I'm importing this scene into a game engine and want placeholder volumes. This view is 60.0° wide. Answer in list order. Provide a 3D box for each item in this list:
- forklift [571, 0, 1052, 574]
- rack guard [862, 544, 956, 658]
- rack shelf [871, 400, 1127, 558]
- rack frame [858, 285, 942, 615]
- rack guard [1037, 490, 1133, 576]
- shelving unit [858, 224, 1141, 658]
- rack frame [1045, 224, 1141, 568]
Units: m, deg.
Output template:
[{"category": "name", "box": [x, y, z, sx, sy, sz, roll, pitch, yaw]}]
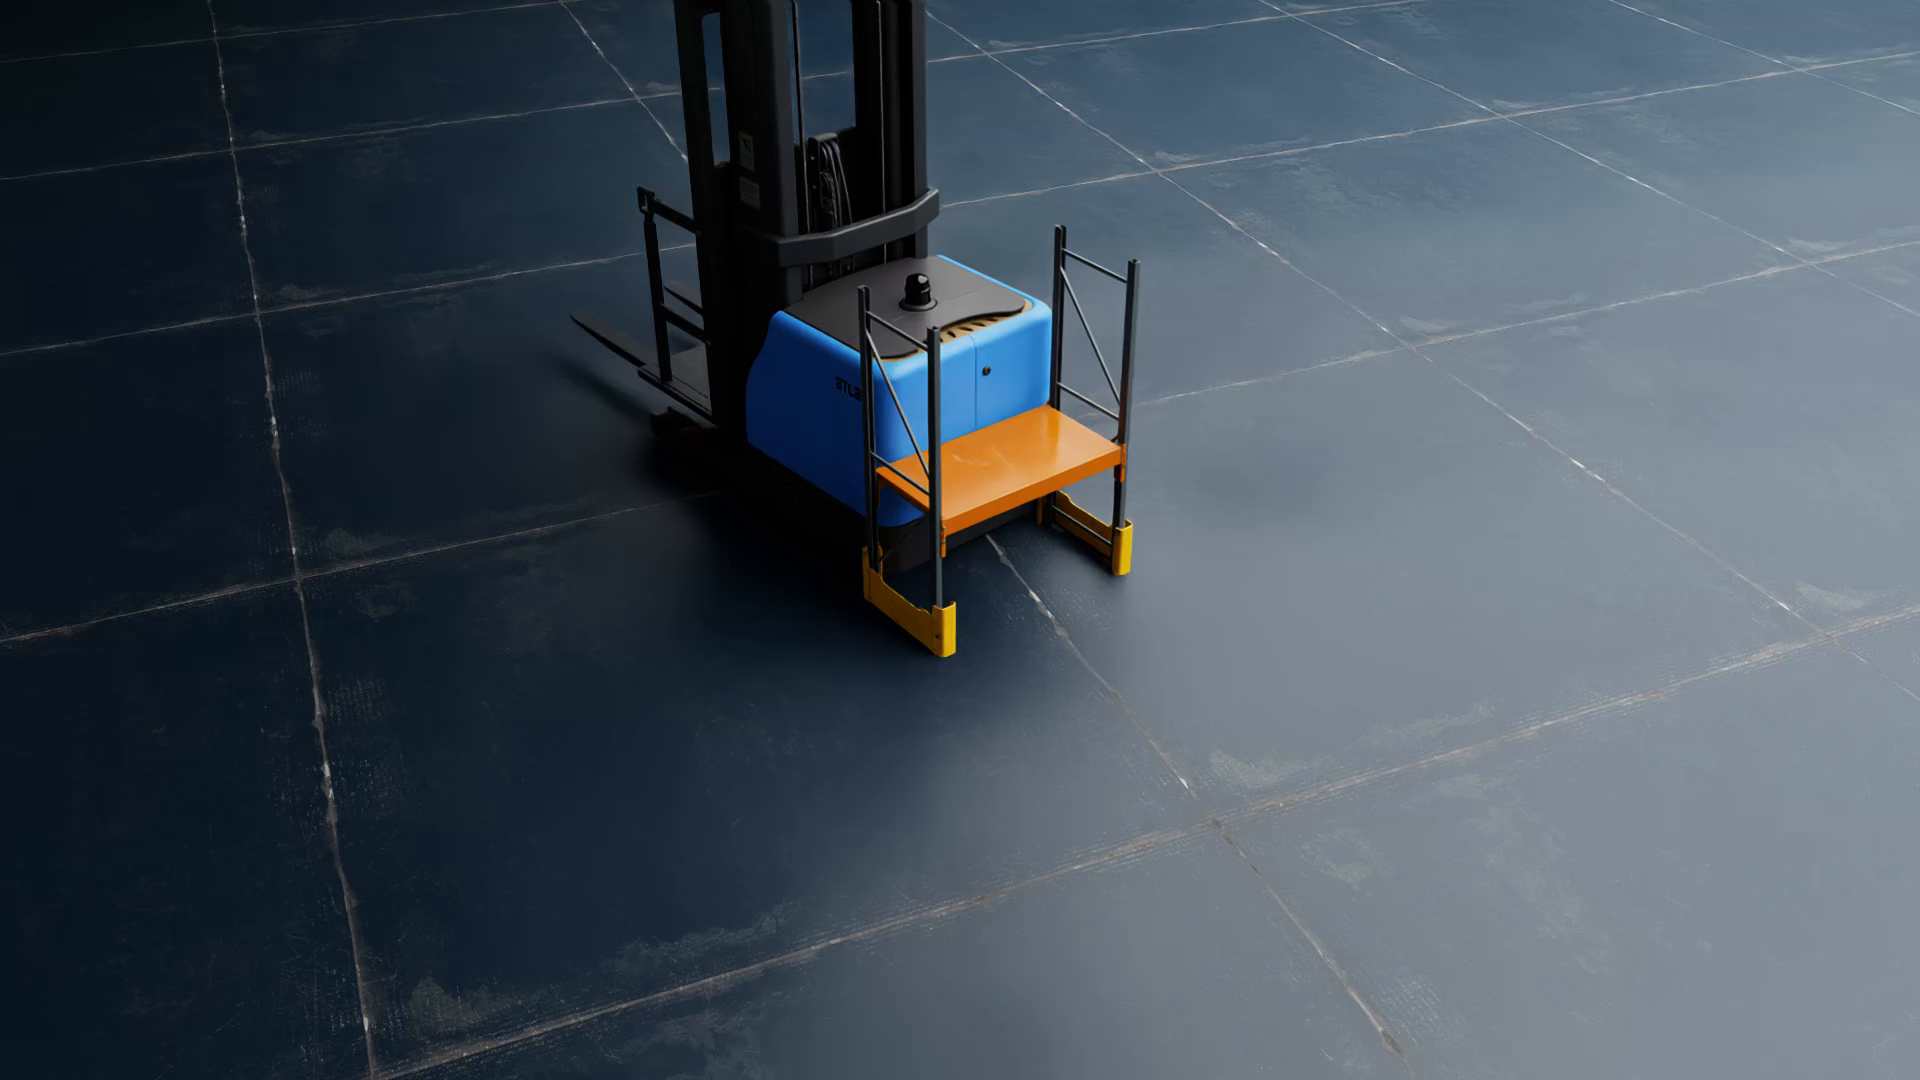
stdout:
[{"category": "forklift", "box": [-0.923, -1.800, 7.830, 1.130, 2.935, 3.031, -26, 41, -34]}, {"category": "rack guard", "box": [-0.222, 0.255, 7.128, 0.087, 0.250, 0.587, -23, 39, -31]}, {"category": "rack shelf", "box": [0.165, -0.280, 7.136, 1.000, 0.185, 0.538, -23, 39, -31]}, {"category": "rack frame", "box": [-0.238, -0.262, 6.777, 0.032, 1.500, 0.500, -23, 39, -31]}, {"category": "rack guard", "box": [0.567, -0.076, 7.638, 0.087, 0.250, 0.587, -23, 39, -31]}, {"category": "shelving unit", "box": [0.172, -0.434, 7.042, 1.083, 1.500, 0.587, -23, 39, -31]}, {"category": "rack frame", "box": [0.568, -0.600, 7.298, 0.032, 1.500, 0.500, -23, 39, -31]}]
